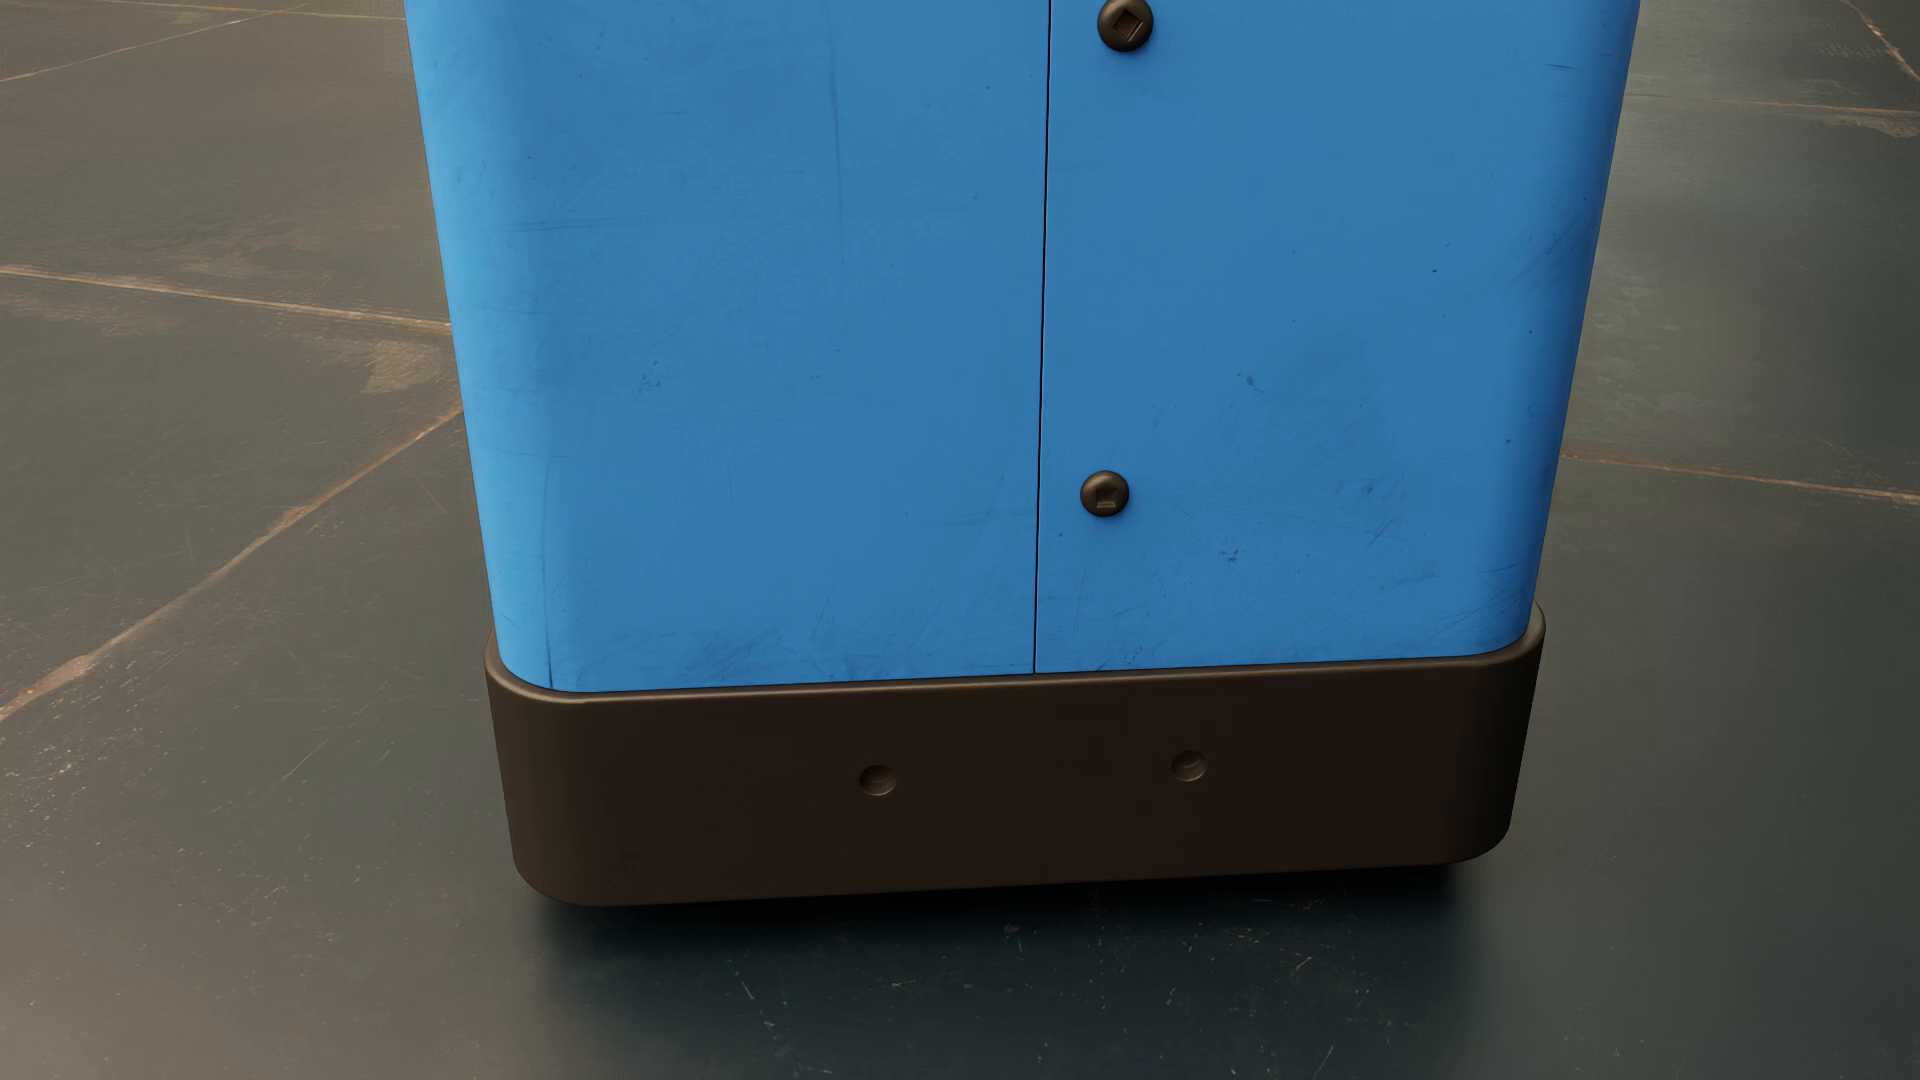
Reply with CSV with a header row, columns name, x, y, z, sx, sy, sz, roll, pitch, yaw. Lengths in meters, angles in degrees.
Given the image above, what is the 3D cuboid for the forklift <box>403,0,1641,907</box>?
name,x,y,z,sx,sy,sz,roll,pitch,yaw
forklift,-0.048,-1.581,2.374,1.130,2.935,3.031,-2,27,-4
